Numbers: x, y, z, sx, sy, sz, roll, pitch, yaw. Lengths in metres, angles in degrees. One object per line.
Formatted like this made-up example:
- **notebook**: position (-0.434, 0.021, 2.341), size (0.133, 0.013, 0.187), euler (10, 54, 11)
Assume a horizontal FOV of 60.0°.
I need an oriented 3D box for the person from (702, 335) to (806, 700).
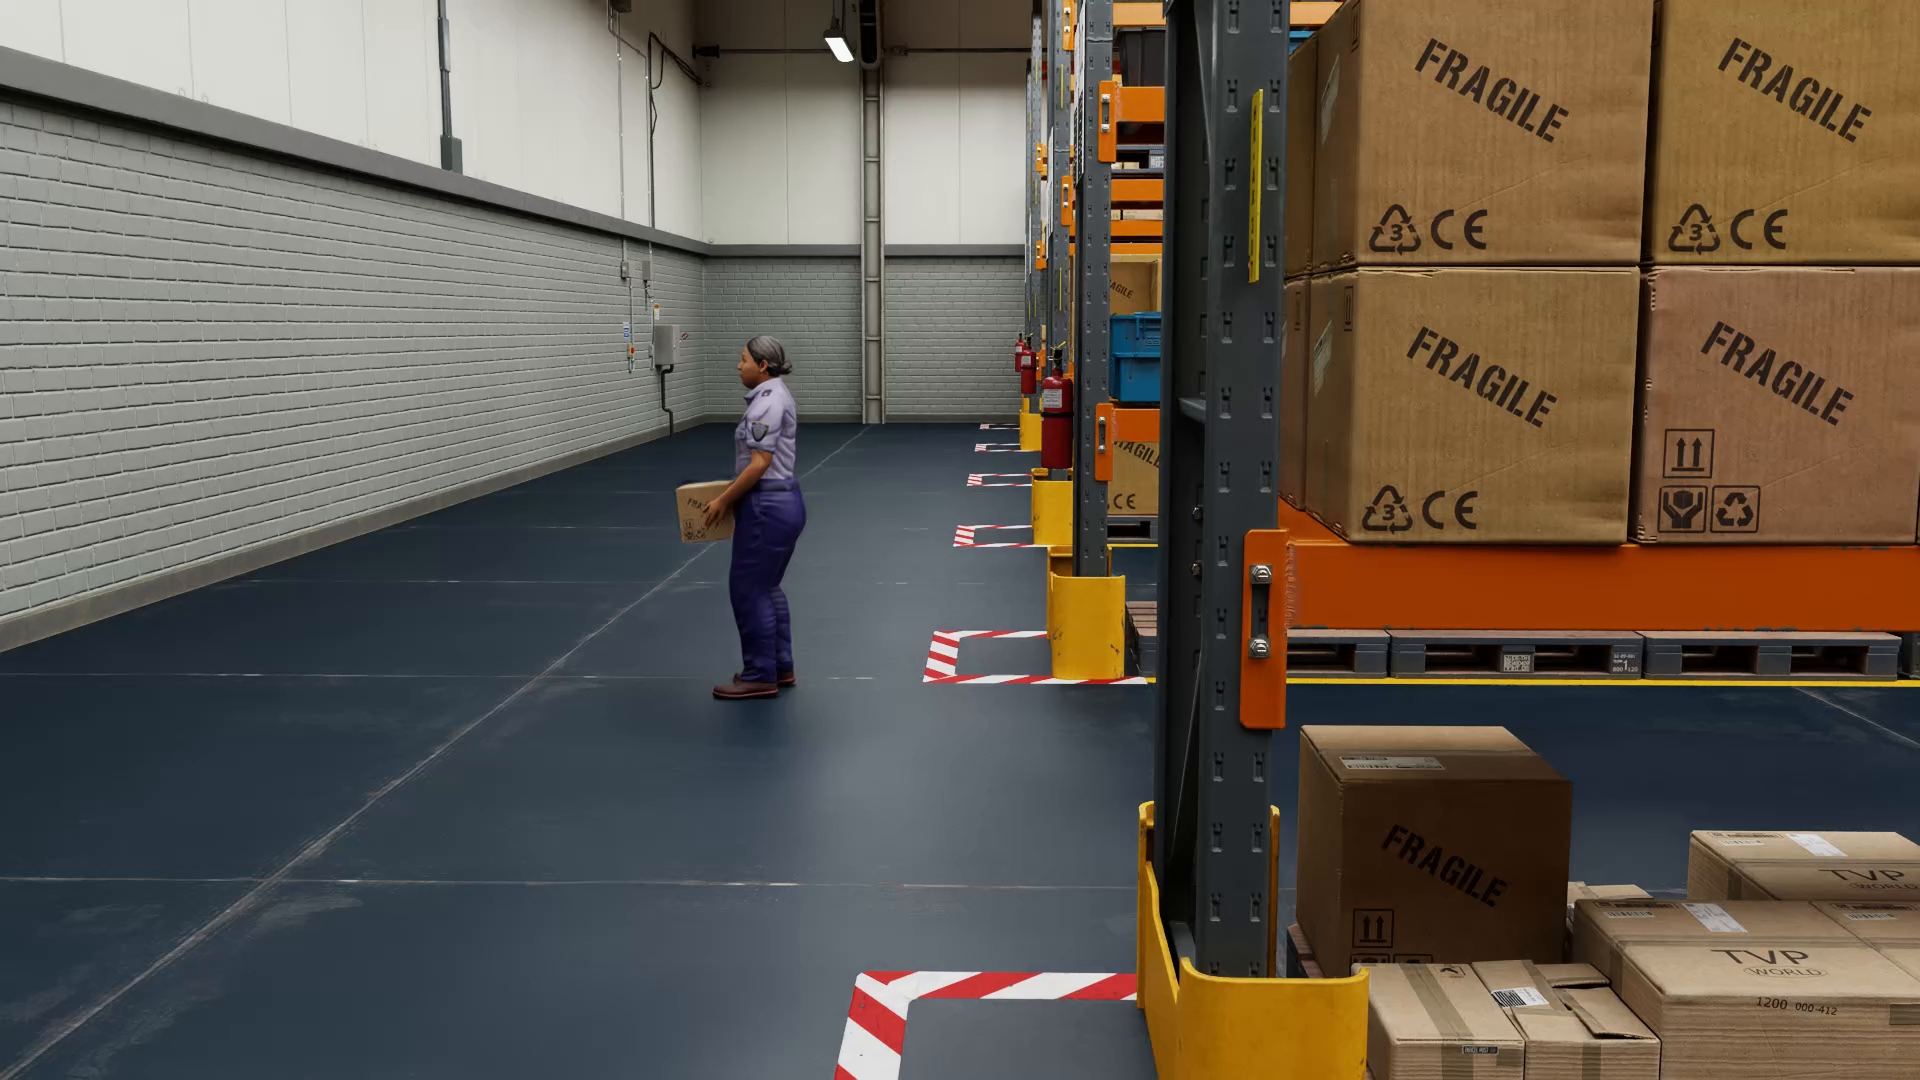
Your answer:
- **person**: position (-0.942, -0.112, 7.661), size (0.450, 1.656, 0.498), euler (0, 7, 1)
